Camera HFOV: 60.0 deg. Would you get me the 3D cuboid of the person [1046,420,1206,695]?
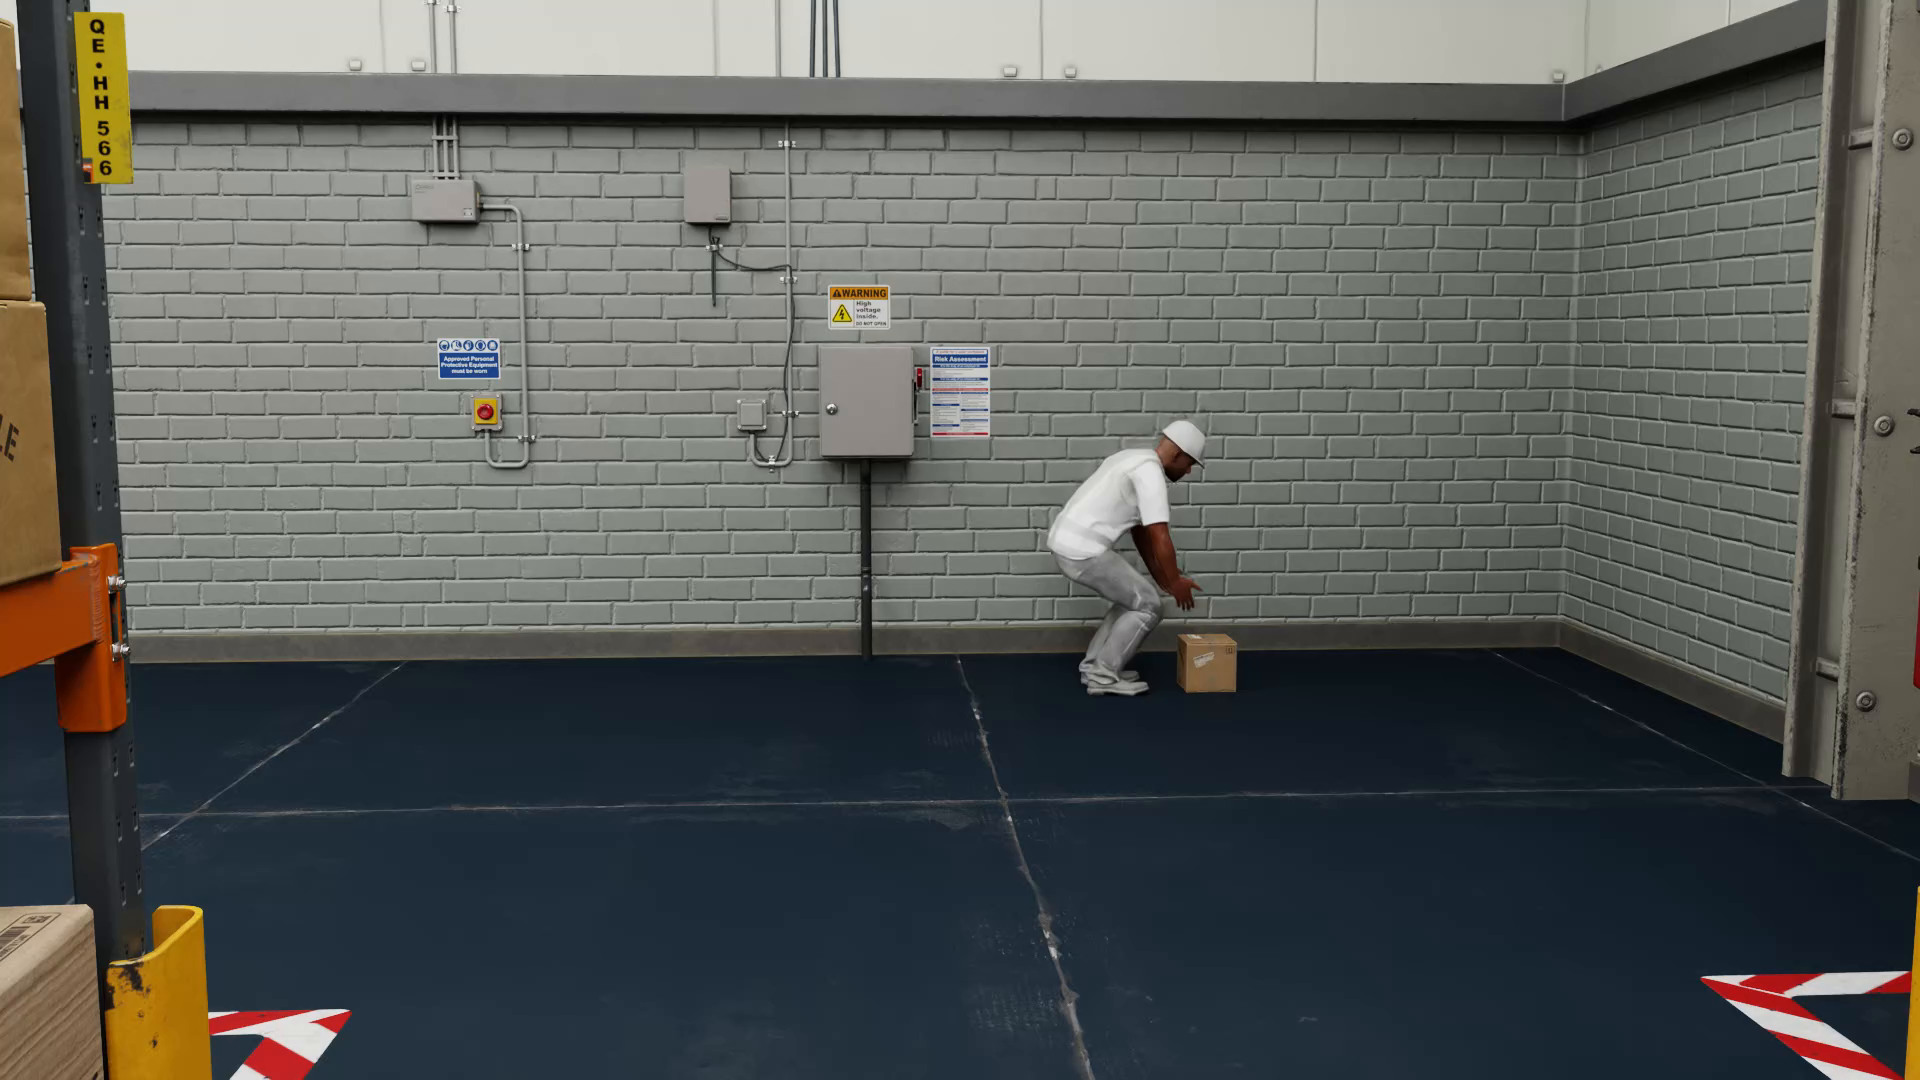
[{"bbox_3d":[0.829,0.075,8.308,0.792,1.343,0.631,0,7,-4],"label":"person"}]
